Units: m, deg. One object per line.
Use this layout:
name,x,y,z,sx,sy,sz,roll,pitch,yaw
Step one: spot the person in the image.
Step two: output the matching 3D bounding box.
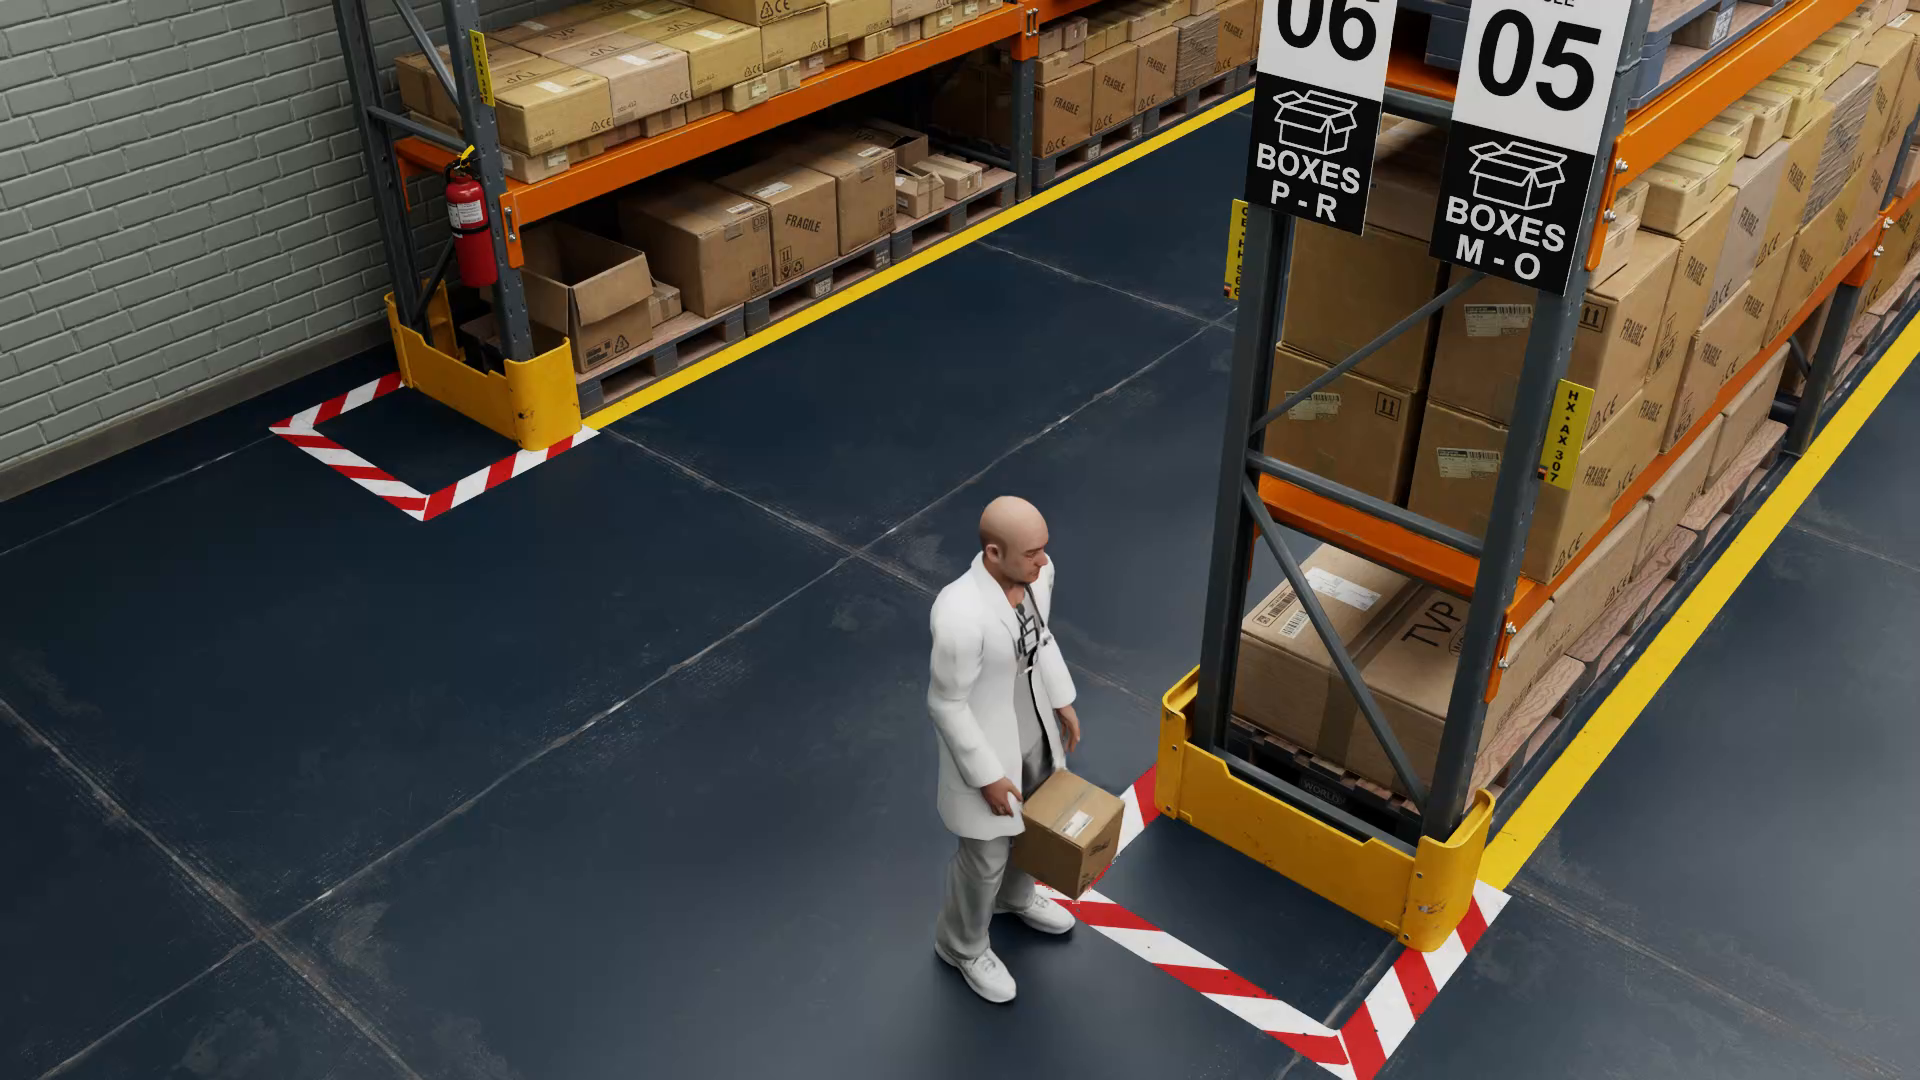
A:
person,0.137,0.627,5.243,0.424,1.779,0.587,21,40,28
